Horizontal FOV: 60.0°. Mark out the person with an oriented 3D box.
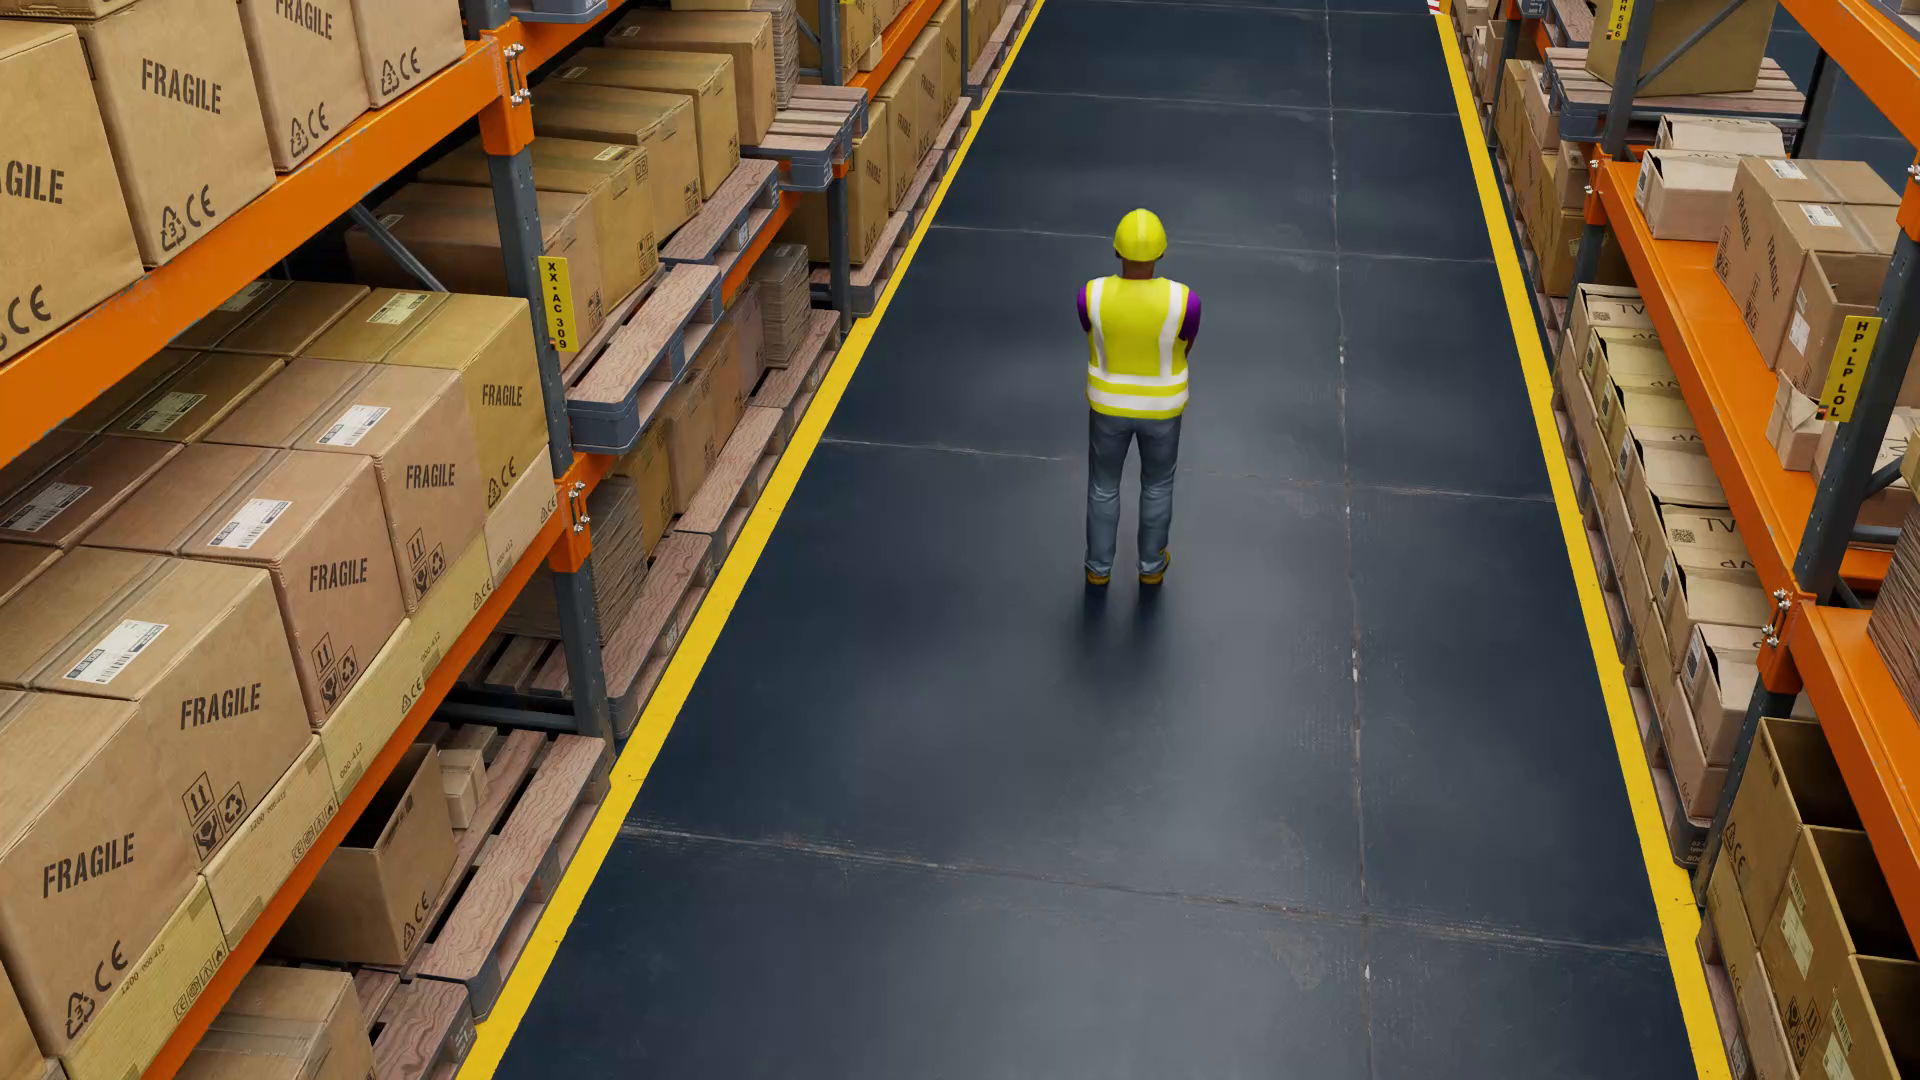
[{"bbox_3d":[0.749,-0.627,7.116,0.502,1.761,0.577,5,33,8],"label":"person"}]
